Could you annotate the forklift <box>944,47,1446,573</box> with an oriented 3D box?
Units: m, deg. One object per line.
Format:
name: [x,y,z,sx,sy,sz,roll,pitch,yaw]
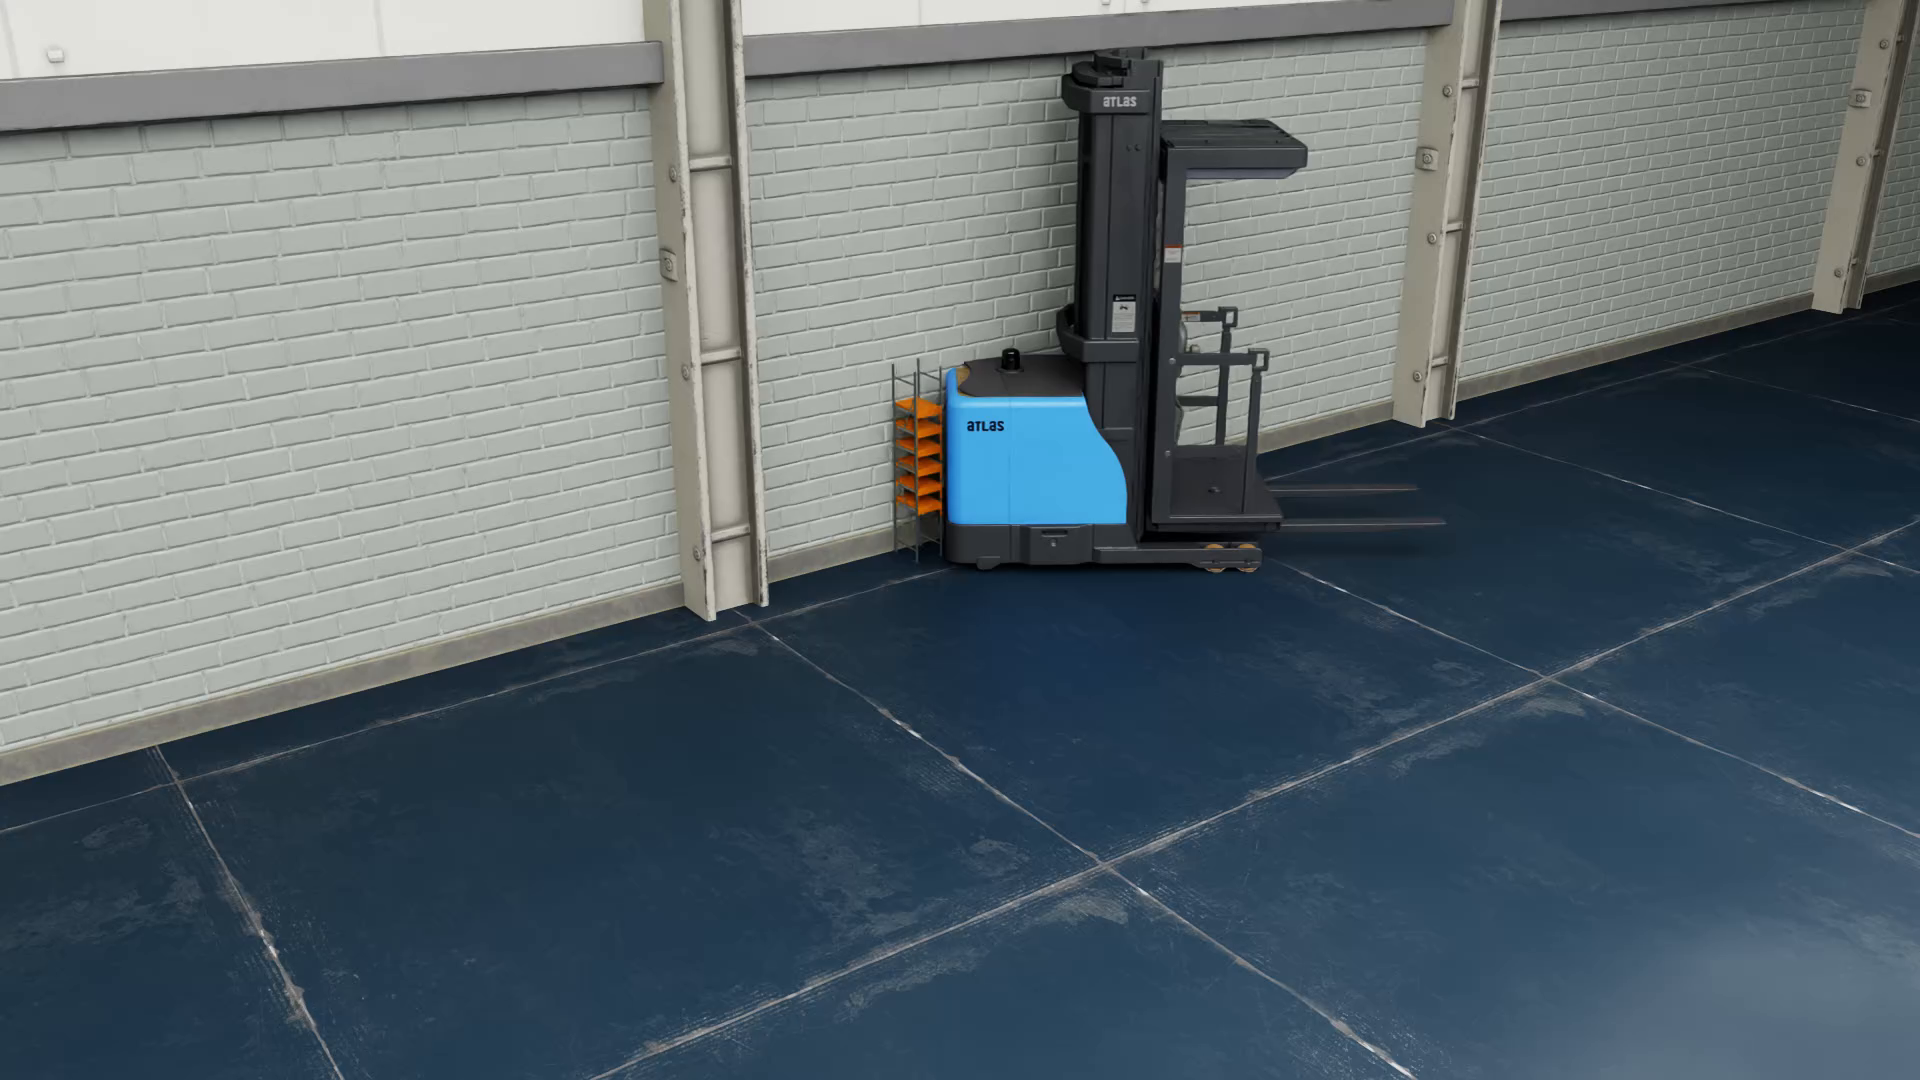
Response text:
forklift: [1.419,-1.363,9.858,3.031,2.935,1.130,-1,22,-1]

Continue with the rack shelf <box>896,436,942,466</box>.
rack shelf: [-0.253,-0.538,9.920,0.180,0.103,0.258,-16,27,-34]

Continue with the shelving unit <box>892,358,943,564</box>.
shelving unit: [-0.253,-0.467,9.948,0.189,1.200,0.258,-16,27,-34]

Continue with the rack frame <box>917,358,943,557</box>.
rack frame: [-0.181,-0.488,10.000,0.006,1.200,0.240,-16,27,-34]

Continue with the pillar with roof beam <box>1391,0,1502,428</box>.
pillar with roof beam: [6.051,-3.818,7.822,0.400,9.000,9.100,-15,26,-33]

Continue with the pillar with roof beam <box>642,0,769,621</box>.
pillar with roof beam: [1.180,-2.519,4.567,0.400,9.000,9.100,-15,26,-33]

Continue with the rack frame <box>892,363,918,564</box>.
rack frame: [-0.326,-0.447,9.897,0.006,1.200,0.240,-16,27,-34]

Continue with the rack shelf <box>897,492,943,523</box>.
rack shelf: [-0.253,-0.203,10.054,0.180,0.103,0.258,-16,27,-34]

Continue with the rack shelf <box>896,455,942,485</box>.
rack shelf: [-0.253,-0.426,9.965,0.180,0.103,0.258,-16,27,-34]

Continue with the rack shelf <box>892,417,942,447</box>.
rack shelf: [-0.253,-0.649,9.876,0.180,0.103,0.258,-16,27,-34]

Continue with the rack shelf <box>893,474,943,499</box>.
rack shelf: [-0.253,-0.315,10.010,0.180,0.103,0.258,-16,27,-34]

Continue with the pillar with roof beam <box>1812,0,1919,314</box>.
pillar with roof beam: [10.921,-5.116,11.077,0.400,9.000,9.100,-15,26,-33]

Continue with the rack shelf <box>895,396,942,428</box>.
rack shelf: [-0.253,-0.760,9.831,0.180,0.103,0.258,-16,27,-34]
